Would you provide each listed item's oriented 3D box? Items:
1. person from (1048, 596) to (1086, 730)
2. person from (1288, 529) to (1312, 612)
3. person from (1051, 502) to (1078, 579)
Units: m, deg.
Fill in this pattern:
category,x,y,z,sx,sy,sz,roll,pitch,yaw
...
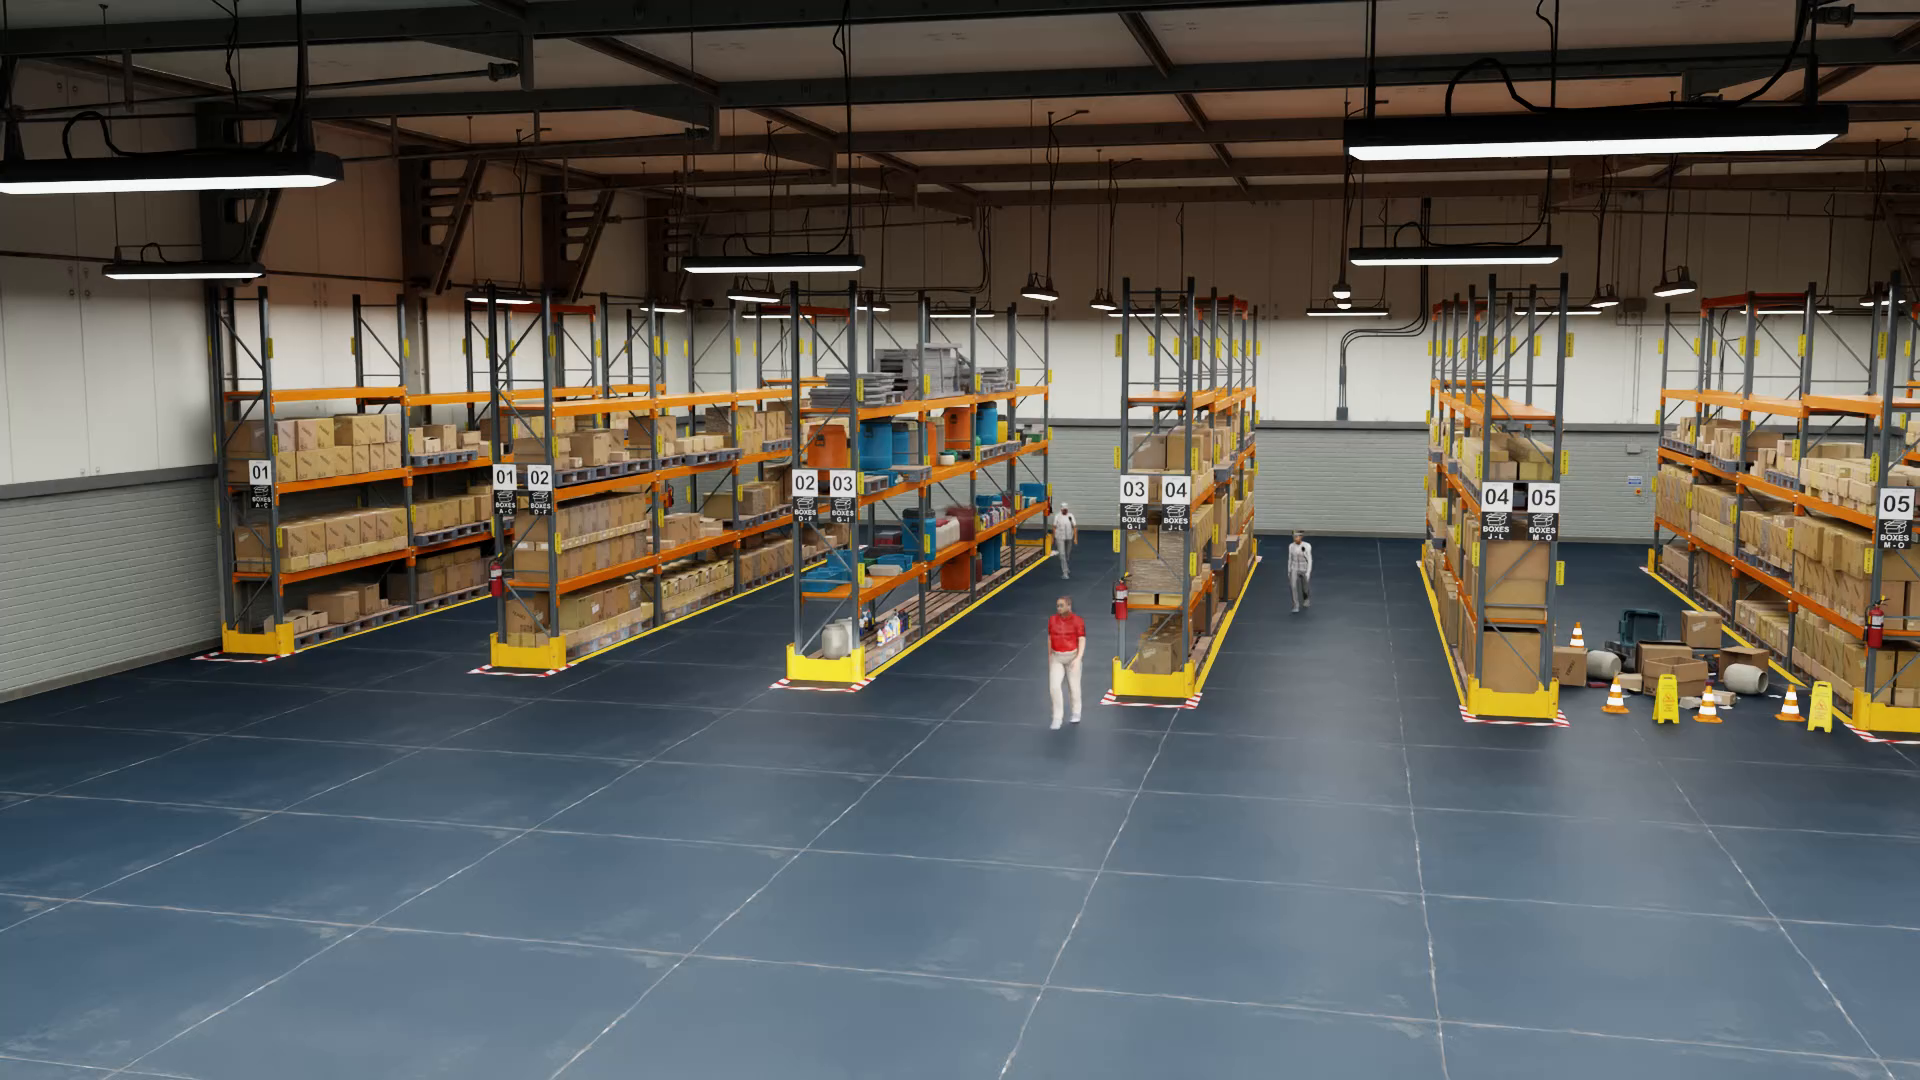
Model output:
category,x,y,z,sx,sy,sz,roll,pitch,yaw
person,1.399,1.640,22.136,0.557,1.783,0.717,2,7,20
person,6.503,0.564,31.882,0.458,1.545,0.977,2,7,20
person,2.335,-0.015,36.591,0.516,1.624,0.931,-2,7,-16
